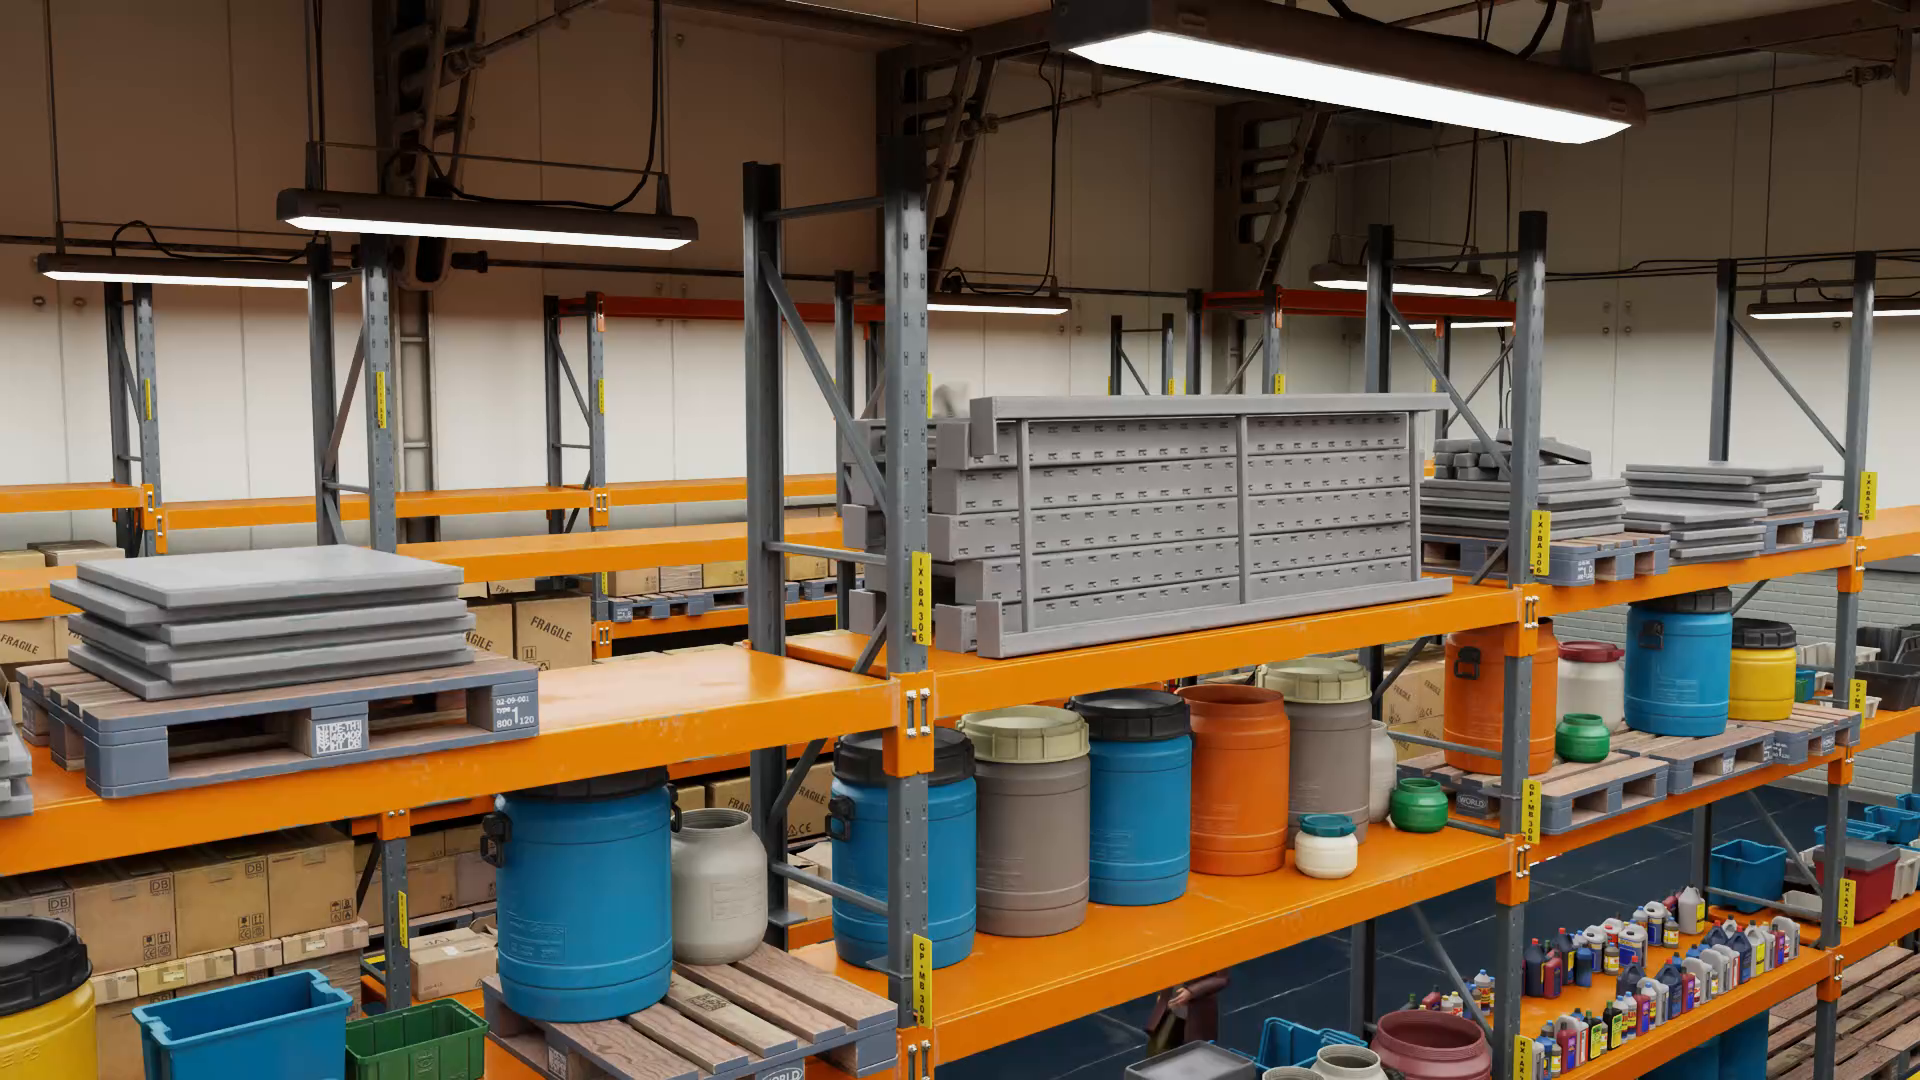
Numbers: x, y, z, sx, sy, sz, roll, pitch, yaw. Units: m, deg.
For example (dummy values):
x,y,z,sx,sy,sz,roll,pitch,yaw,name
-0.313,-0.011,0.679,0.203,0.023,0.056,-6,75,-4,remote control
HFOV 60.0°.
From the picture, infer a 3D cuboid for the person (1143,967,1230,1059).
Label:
x,y,z,sx,sy,sz,roll,pitch,yaw,name
1.541,3.205,11.346,0.627,1.723,0.760,4,7,35,person
